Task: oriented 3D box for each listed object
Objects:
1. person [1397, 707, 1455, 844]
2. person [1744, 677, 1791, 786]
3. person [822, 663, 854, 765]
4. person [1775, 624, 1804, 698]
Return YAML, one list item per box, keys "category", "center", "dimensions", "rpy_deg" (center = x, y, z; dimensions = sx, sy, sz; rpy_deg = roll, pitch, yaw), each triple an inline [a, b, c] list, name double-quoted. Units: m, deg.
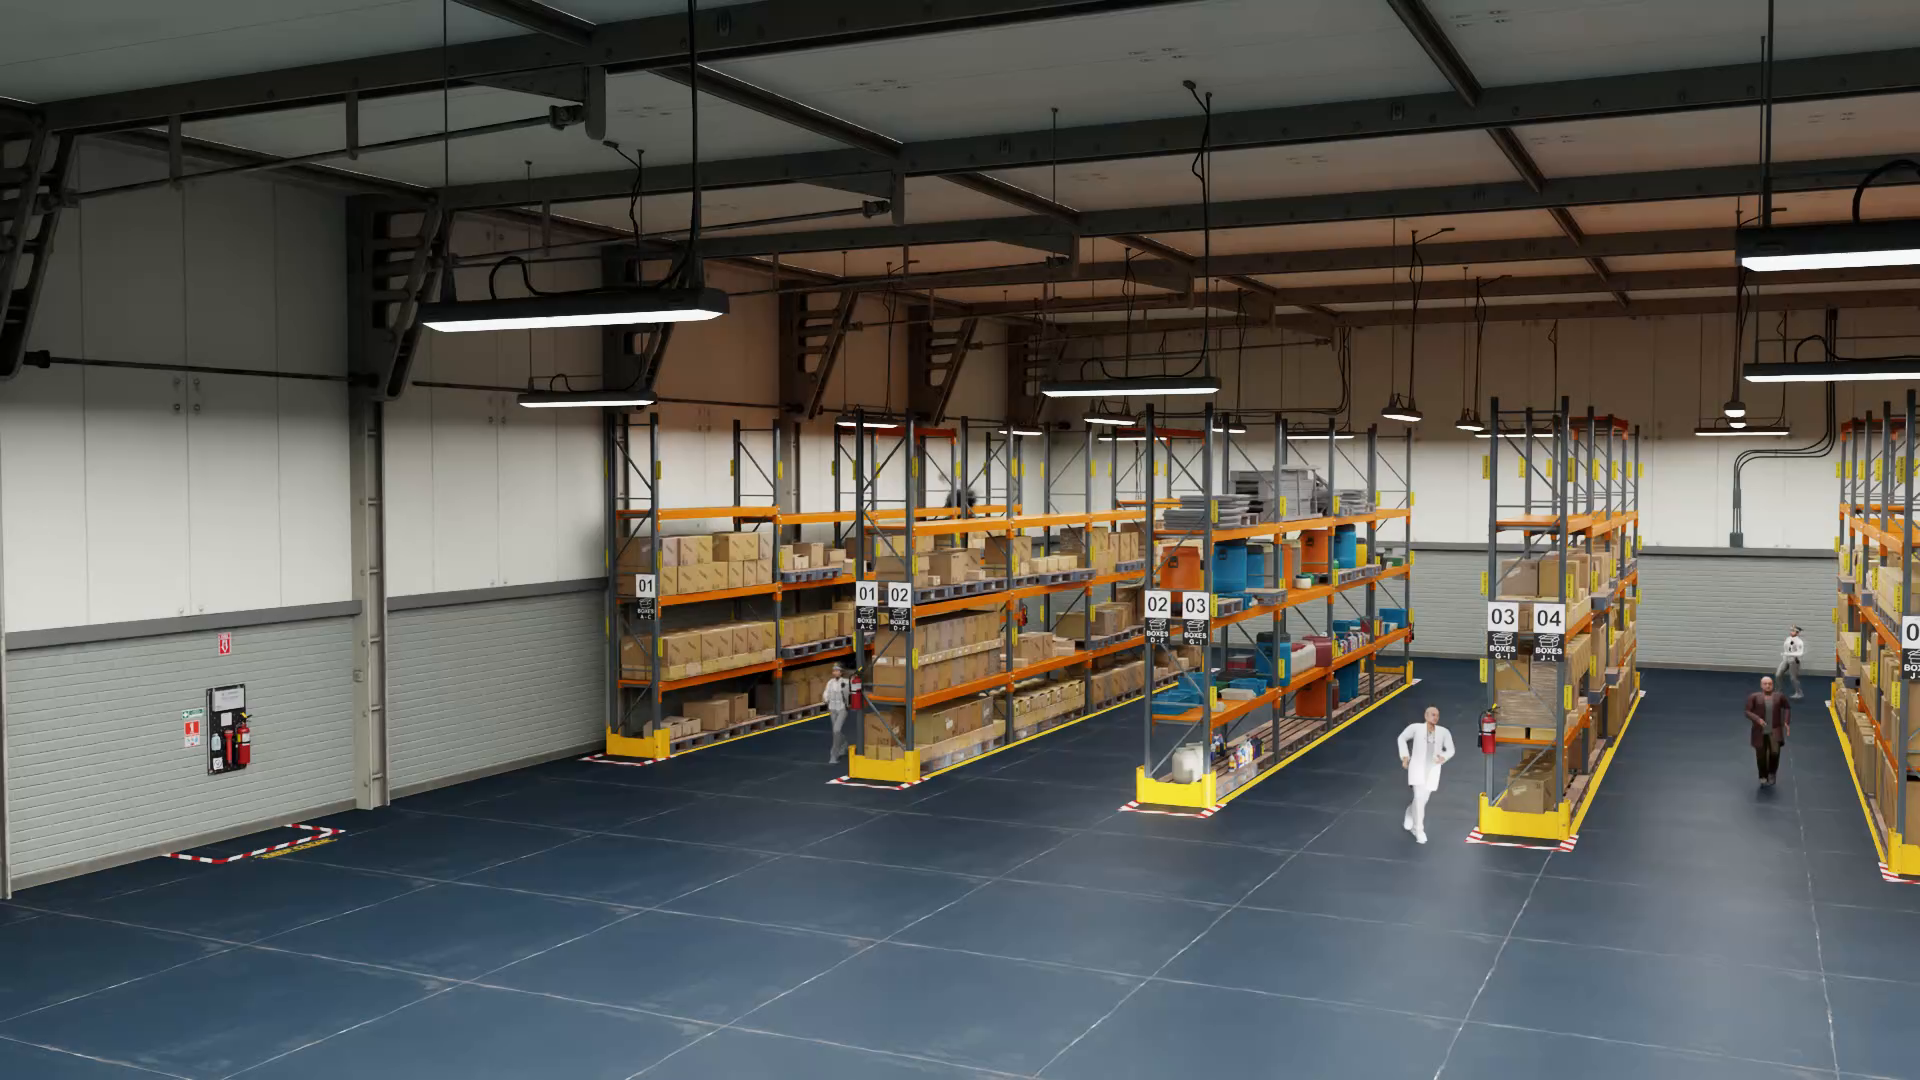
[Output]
- category: "person"
  center: [6.378, 3.169, 22.713]
  dimensions: [0.712, 1.787, 0.922]
  rpy_deg: [0, 2, -3]
- category: "person"
  center: [12.716, 3.018, 26.183]
  dimensions: [0.680, 1.737, 0.784]
  rpy_deg: [1, 3, 22]
- category: "person"
  center: [-2.074, 2.968, 28.614]
  dimensions: [0.620, 1.728, 0.818]
  rpy_deg: [1, 3, 27]
- category: "person"
  center: [18.019, 2.660, 35.975]
  dimensions: [0.780, 1.686, 0.619]
  rpy_deg: [-1, 2, -16]
